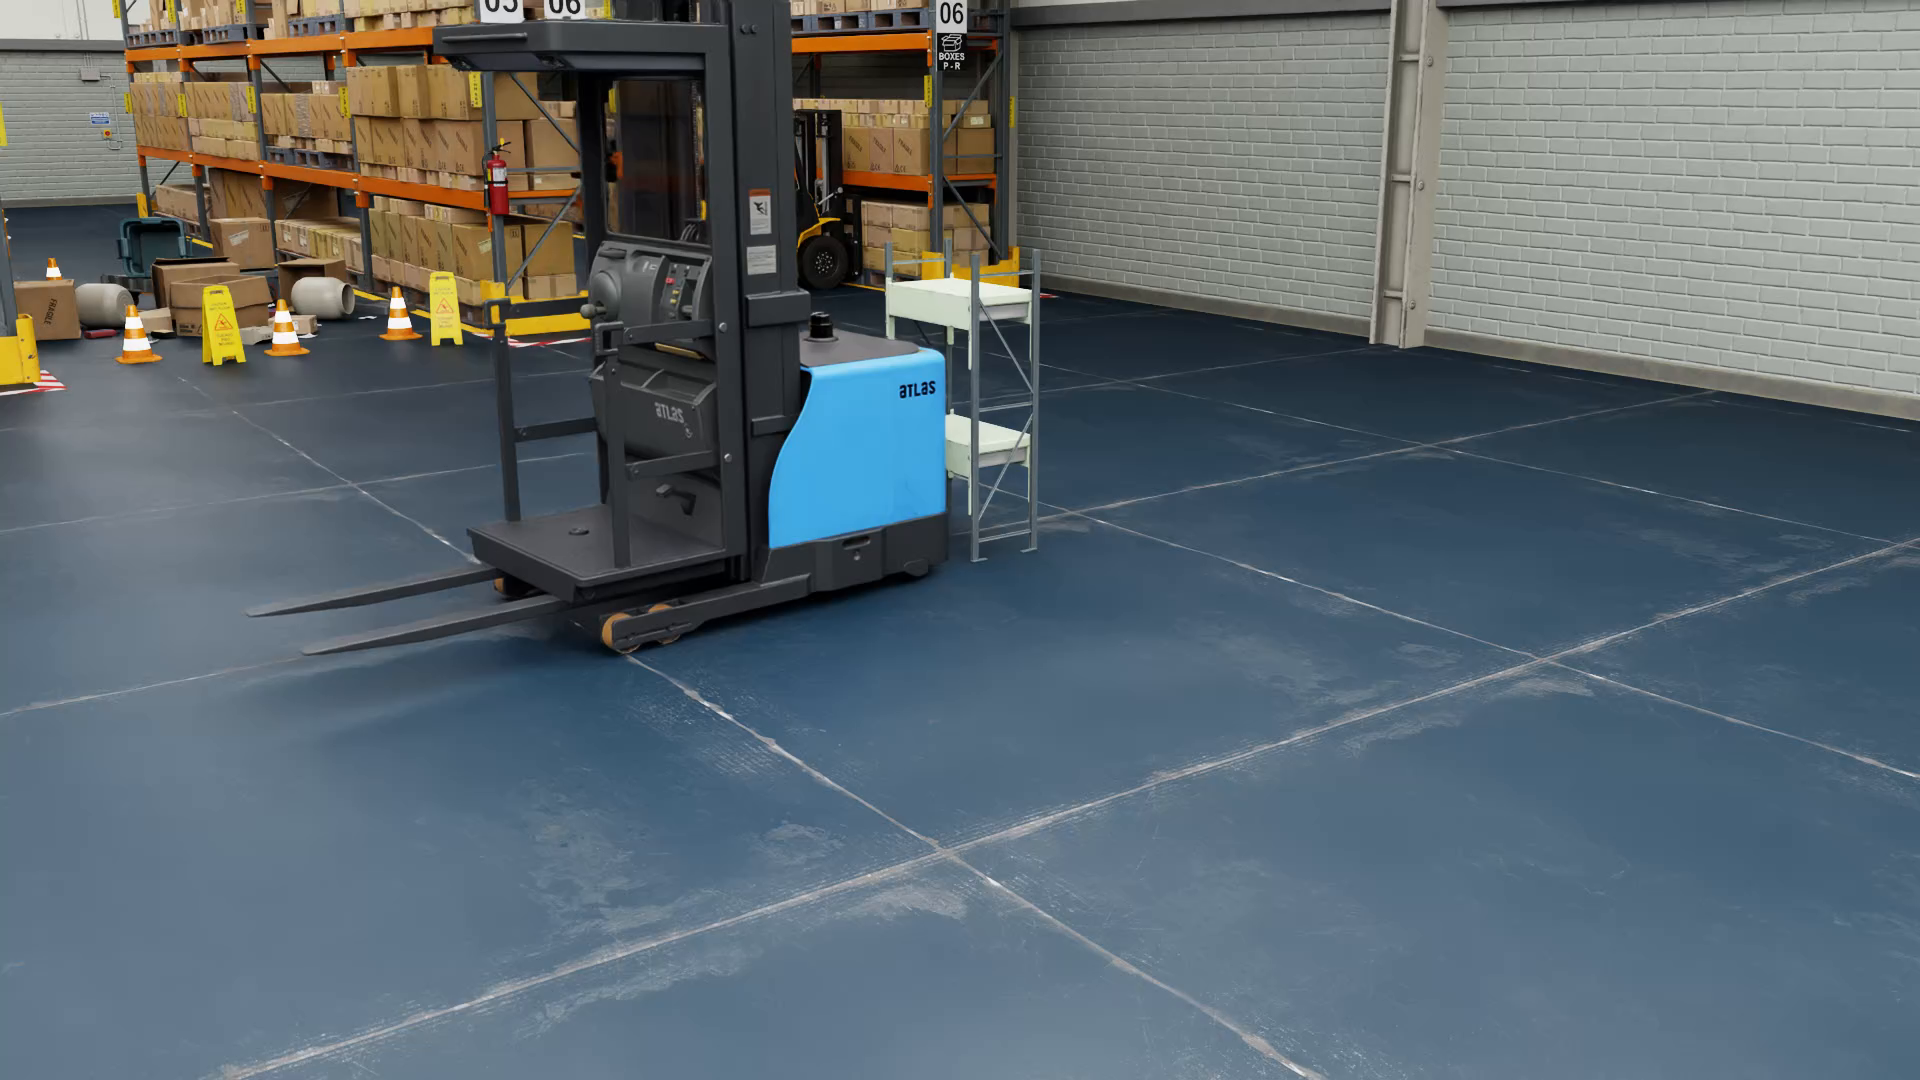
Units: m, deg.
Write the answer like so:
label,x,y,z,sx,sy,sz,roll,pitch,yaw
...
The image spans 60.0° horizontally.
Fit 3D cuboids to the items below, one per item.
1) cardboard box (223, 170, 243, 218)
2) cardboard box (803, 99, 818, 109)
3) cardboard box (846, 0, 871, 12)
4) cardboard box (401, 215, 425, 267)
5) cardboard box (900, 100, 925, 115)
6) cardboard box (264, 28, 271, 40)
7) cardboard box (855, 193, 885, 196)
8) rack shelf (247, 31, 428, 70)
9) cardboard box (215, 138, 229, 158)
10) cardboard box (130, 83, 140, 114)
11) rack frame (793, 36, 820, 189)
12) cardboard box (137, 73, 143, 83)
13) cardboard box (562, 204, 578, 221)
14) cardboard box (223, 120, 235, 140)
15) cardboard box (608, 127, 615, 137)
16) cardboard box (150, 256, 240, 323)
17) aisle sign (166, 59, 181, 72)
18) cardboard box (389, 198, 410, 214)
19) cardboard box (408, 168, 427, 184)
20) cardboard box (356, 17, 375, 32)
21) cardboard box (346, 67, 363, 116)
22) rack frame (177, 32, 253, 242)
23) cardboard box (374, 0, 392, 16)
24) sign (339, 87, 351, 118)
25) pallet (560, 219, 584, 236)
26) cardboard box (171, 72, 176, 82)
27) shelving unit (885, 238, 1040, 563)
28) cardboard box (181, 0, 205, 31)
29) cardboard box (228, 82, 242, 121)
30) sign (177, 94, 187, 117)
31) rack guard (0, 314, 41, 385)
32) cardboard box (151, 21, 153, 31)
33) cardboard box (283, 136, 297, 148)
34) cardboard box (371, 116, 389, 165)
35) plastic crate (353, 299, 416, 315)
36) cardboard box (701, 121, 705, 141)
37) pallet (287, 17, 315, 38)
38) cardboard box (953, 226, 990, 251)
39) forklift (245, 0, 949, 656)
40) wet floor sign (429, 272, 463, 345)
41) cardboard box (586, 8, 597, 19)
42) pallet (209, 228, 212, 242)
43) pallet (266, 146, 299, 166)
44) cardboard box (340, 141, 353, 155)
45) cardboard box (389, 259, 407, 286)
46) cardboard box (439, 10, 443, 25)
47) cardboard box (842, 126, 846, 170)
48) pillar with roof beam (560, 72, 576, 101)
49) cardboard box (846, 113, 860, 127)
label,x,y,z,sx,sy,sz,roll,pitch,yaw
cardboard box,-9.992,-4.870,23.917,0.875,0.875,0.875,-10,18,-33
cardboard box,-1.668,-5.240,20.059,0.380,0.149,0.250,-11,19,-35
cardboard box,-0.869,-6.249,18.871,0.700,0.500,0.500,-11,19,-34
cardboard box,-5.498,-3.142,17.367,0.500,0.500,0.500,-10,18,-32
cardboard box,-0.441,-4.809,18.482,0.380,0.149,0.250,-11,19,-34
cardboard box,-8.559,-6.382,21.004,0.380,0.149,0.250,-11,19,-35
cardboard box,-1.199,-4.134,20.519,0.500,0.250,0.500,-11,19,-34
rack shelf,-7.431,-5.822,19.848,1.077,0.370,4.000,-11,19,-35
cardboard box,-10.033,-5.466,23.150,0.500,0.250,0.500,-11,19,-35
cardboard box,-13.258,-7.242,27.270,0.500,0.500,0.500,-11,19,-36
rack frame,-2.242,-5.067,21.407,1.000,3.000,0.127,-11,19,-35
cardboard box,-13.054,-7.464,26.854,0.380,0.149,0.250,-10,18,-33
cardboard box,-5.932,-5.303,26.208,0.500,0.500,0.500,-12,19,-37
cardboard box,-9.719,-5.598,22.683,0.500,0.250,0.500,-11,19,-36
cardboard box,-5.290,-6.083,24.800,0.380,0.149,0.250,-10,18,-34
cardboard box,-7.540,-2.483,16.439,0.797,0.637,0.503,-11,19,-35
aisle sign,-13.102,-8.175,27.840,0.394,0.787,0.004,-11,19,-35
cardboard box,-5.797,-3.533,17.567,0.380,0.149,0.250,-10,18,-32
cardboard box,-5.413,-3.733,17.010,0.380,0.149,0.250,-11,19,-35
cardboard box,-6.163,-5.452,17.606,0.380,0.149,0.250,-11,19,-34
cardboard box,-6.171,-4.842,17.938,0.700,0.500,0.500,-11,19,-35
rack frame,-10.958,-6.004,24.830,1.000,3.000,0.127,-11,19,-35
cardboard box,-5.623,-5.459,16.879,0.500,0.250,0.500,-11,19,-34
sign,-6.701,-4.767,18.118,0.100,0.325,0.005,-11,19,-35
pallet,-5.715,-5.002,26.450,1.003,0.211,1.213,-11,19,-35
cardboard box,-11.766,-7.043,25.314,0.380,0.149,0.250,-11,19,-35
shelving unit,0.004,-0.722,8.373,0.431,1.500,0.755,-11,19,-35
cardboard box,-10.675,-7.468,23.513,0.500,0.500,0.500,-11,19,-36
cardboard box,-9.430,-5.858,22.215,0.500,0.500,0.500,-10,18,-34
sign,-11.406,-6.373,24.390,0.100,0.325,0.005,-11,19,-35
rack guard,-7.833,-1.441,12.893,1.175,0.500,0.348,-11,19,-35
cardboard box,-12.471,-8.185,26.302,0.500,0.311,0.500,-10,18,-34
cardboard box,-8.158,-4.940,20.623,0.380,0.149,0.250,-11,19,-34
cardboard box,-5.907,-4.246,17.656,0.500,0.500,0.500,-11,19,-35
plastic crate,-5.995,-2.425,17.284,0.583,0.080,0.402,10,18,33
cardboard box,-3.341,-5.520,22.398,0.500,0.250,0.500,-10,18,-33
pallet,-7.144,-6.021,19.567,1.213,0.211,1.003,-11,19,-35
cardboard box,0.002,-3.463,19.012,0.500,0.250,0.500,-10,18,-34
forklift,-1.501,-1.100,7.044,3.031,2.935,1.130,-13,20,-39
wet floor sign,-4.656,-2.099,15.024,0.267,0.644,0.232,-4,16,-15
cardboard box,-5.301,-7.780,24.603,0.380,0.149,0.250,-12,19,-36
pallet,-10.444,-4.506,24.639,1.003,0.211,1.213,-11,19,-35
pallet,-8.101,-4.922,21.239,1.213,0.211,1.003,-11,19,-35
cardboard box,-6.780,-4.444,18.811,0.380,0.149,0.250,-11,19,-34
cardboard box,-5.803,-2.892,17.873,0.500,0.250,0.500,-10,18,-31
cardboard box,-4.735,-4.974,15.862,0.380,0.149,0.250,-11,19,-34
cardboard box,-1.295,-4.652,19.703,0.500,0.500,0.500,-11,19,-34
pillar with roof beam,-10.108,-9.289,25.469,9.100,9.000,0.400,-11,19,-35
cardboard box,-1.094,-4.874,19.286,0.380,0.149,0.250,-11,19,-34
